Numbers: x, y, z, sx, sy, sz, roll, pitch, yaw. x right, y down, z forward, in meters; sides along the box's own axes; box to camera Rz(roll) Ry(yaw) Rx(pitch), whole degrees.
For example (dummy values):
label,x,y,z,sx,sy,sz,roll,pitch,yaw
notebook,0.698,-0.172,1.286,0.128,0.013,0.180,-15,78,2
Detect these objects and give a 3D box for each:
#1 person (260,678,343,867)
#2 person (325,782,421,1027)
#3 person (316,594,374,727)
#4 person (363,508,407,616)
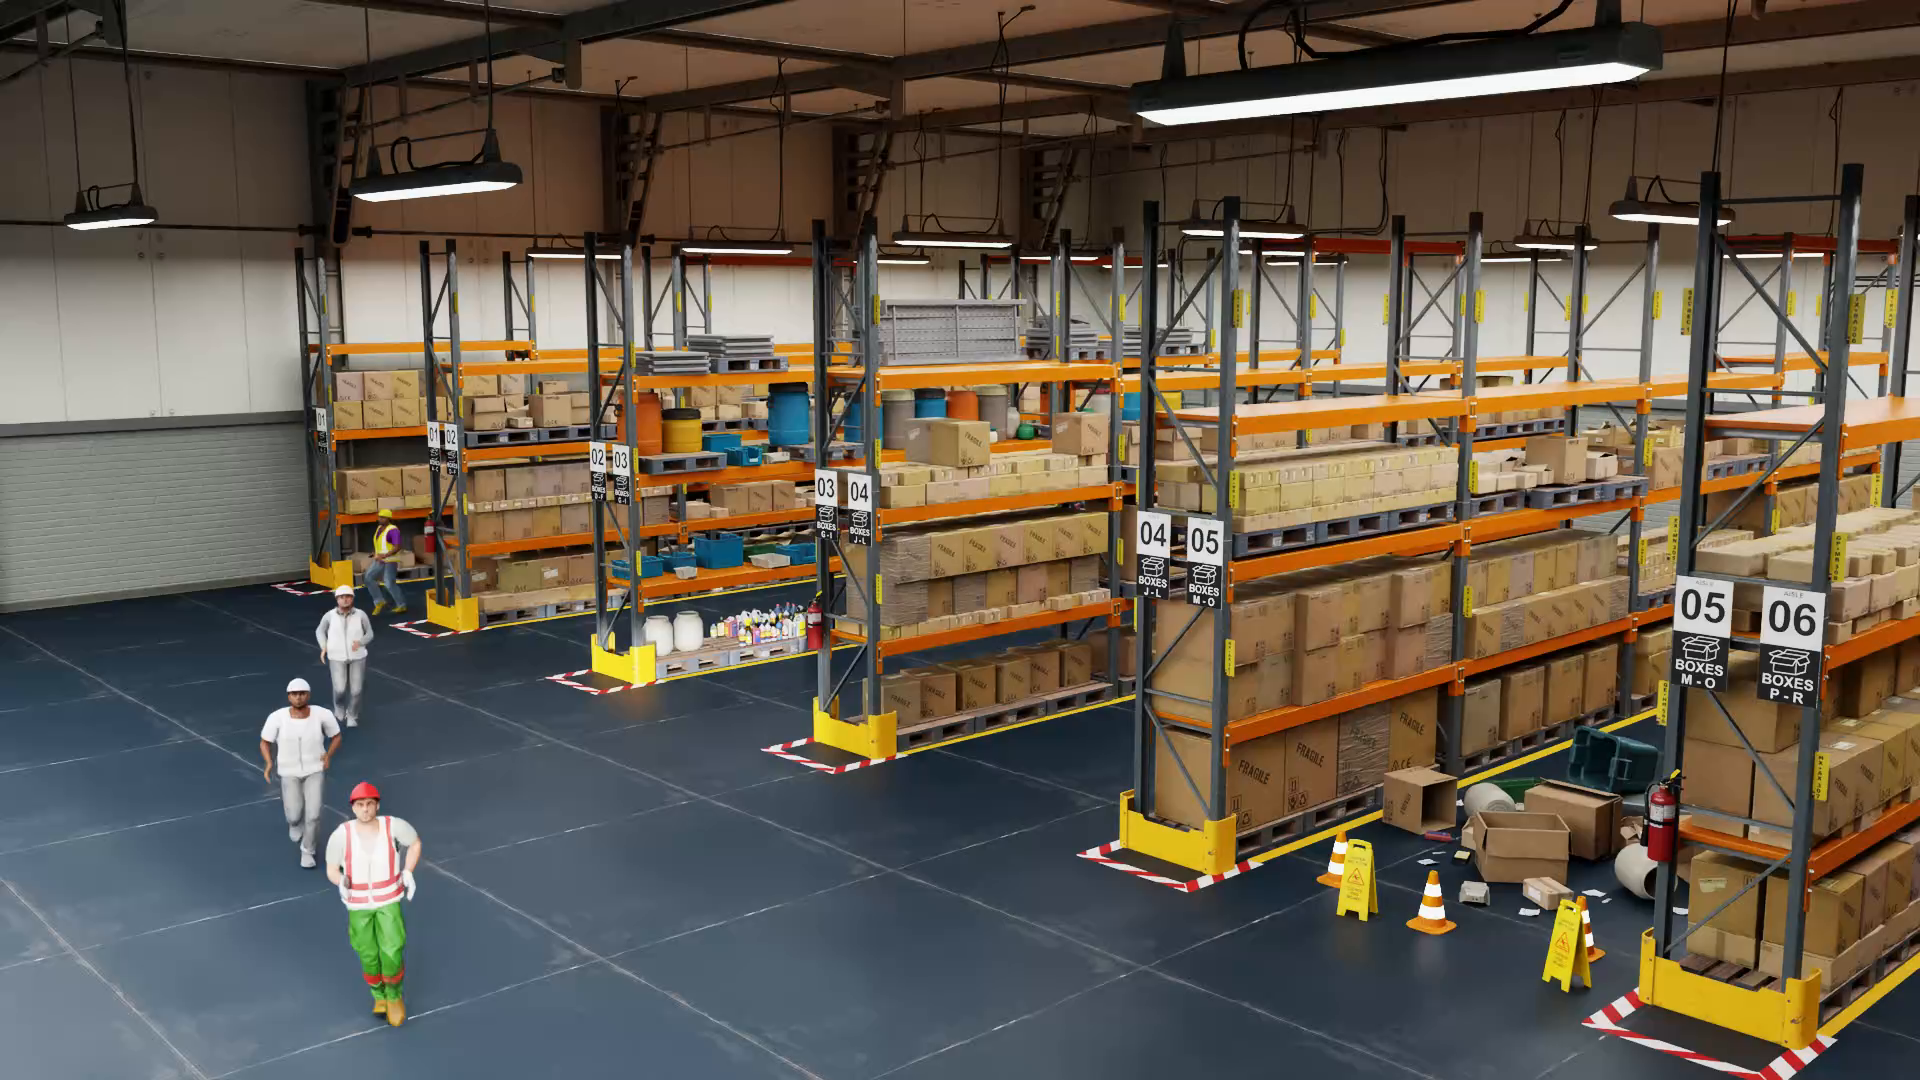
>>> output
label,x,y,z,sx,sy,sz,roll,pitch,yaw
person,-6.011,2.102,15.222,0.702,1.721,0.589,-3,9,-21
person,-4.130,2.585,11.733,0.628,1.784,0.692,-2,9,-14
person,-7.322,1.430,19.855,0.644,1.675,0.575,-4,9,-23
person,-9.320,0.360,26.983,0.714,1.772,0.674,7,11,39
